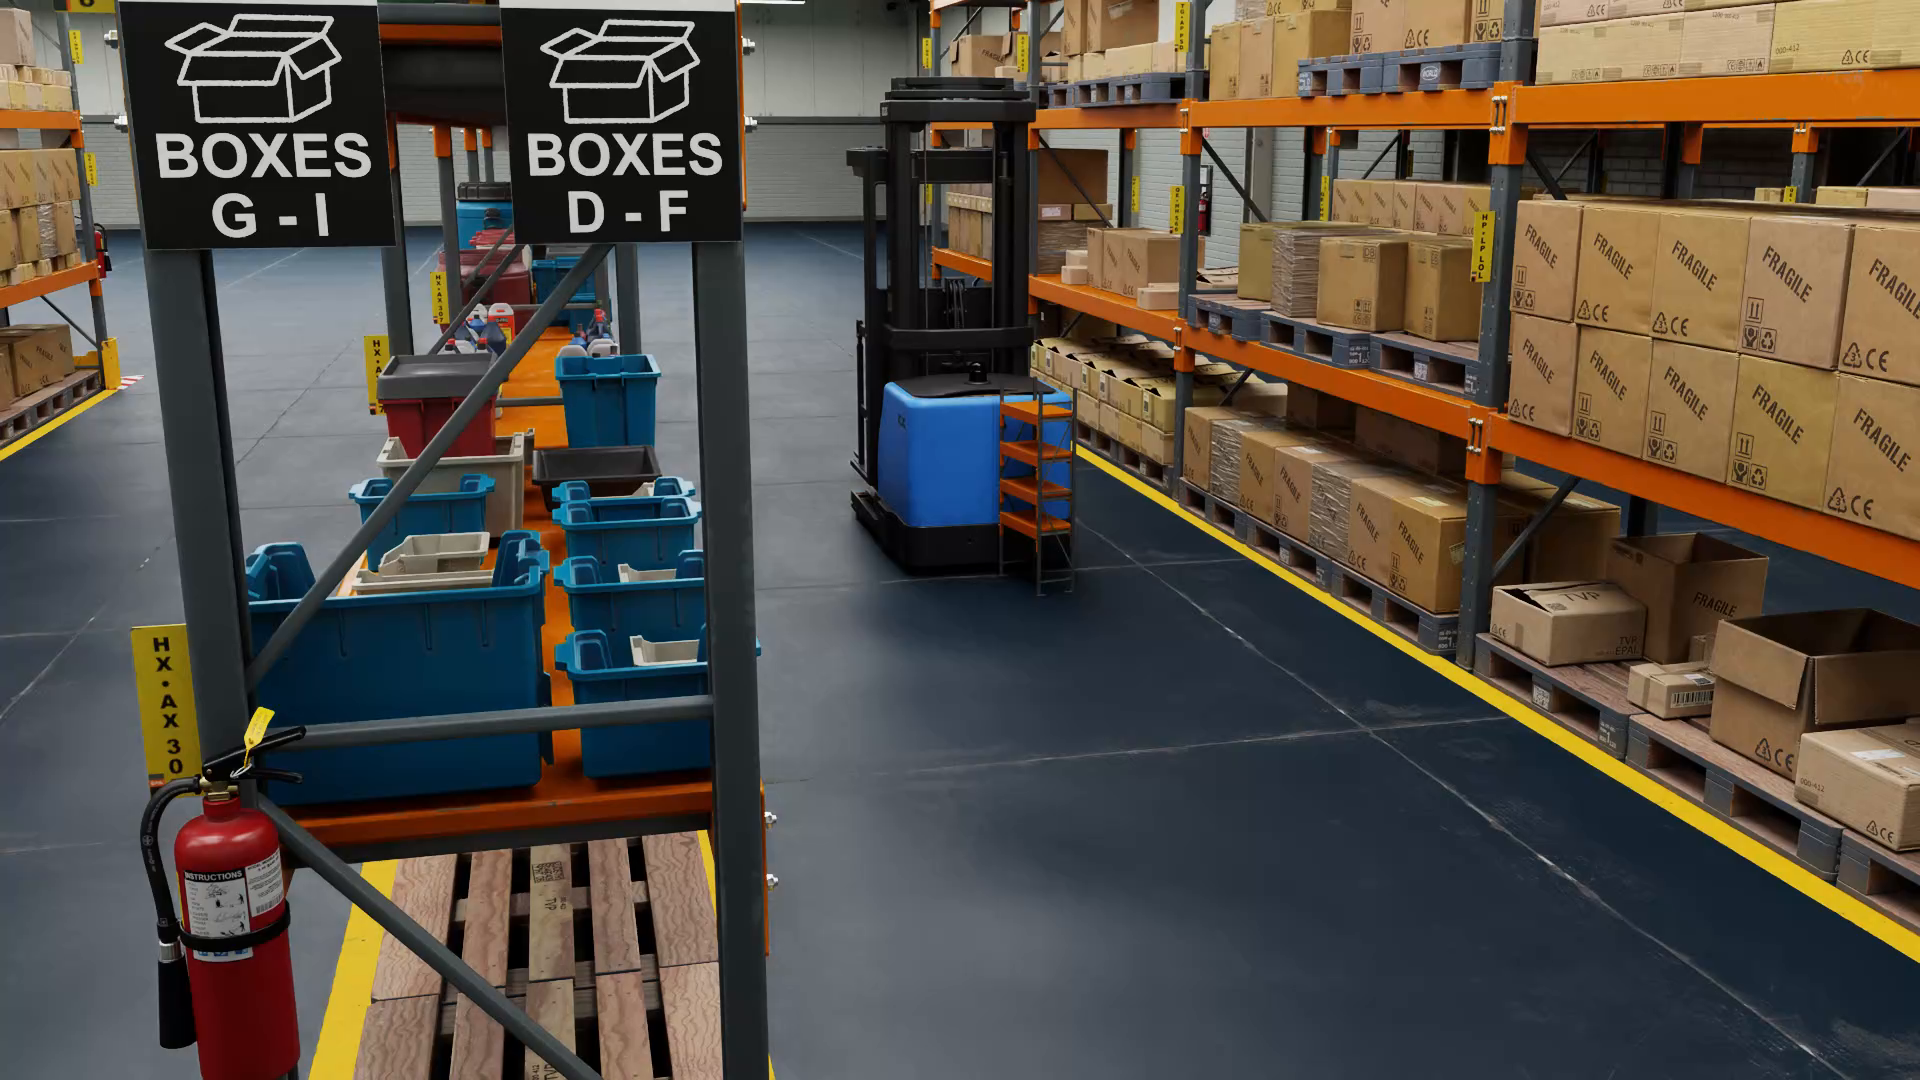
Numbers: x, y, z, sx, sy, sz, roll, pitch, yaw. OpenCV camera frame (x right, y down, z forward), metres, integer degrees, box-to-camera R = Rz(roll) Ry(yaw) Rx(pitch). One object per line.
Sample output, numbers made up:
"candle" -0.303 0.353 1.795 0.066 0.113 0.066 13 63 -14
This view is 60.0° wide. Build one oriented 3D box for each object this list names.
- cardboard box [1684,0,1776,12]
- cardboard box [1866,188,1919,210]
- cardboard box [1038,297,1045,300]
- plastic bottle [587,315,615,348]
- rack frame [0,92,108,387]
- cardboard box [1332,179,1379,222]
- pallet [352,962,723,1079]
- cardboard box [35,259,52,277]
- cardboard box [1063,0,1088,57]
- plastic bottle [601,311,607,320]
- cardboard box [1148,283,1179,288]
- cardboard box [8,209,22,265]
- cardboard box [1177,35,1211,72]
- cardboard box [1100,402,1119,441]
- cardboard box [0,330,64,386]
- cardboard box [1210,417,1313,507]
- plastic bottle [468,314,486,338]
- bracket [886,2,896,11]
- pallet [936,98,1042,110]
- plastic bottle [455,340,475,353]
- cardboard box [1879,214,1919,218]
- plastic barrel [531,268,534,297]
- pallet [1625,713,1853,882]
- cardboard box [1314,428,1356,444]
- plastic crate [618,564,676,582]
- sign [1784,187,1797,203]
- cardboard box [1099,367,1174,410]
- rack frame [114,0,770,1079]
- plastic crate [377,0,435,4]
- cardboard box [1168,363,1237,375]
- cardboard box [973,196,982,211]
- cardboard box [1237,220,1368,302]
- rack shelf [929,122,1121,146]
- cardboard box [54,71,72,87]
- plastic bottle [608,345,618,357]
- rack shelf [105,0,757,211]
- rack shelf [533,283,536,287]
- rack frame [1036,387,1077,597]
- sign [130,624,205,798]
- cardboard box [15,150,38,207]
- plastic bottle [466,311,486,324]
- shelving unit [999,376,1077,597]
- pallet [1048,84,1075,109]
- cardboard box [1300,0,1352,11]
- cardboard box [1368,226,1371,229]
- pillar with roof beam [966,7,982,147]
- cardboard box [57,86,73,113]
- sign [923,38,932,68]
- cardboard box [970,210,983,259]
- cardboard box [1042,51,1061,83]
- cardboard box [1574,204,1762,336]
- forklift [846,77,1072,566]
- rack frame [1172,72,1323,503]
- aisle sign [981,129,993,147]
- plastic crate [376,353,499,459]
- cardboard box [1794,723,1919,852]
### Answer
"cardboard box" 3.085 -2.113 6.196 0.500 0.250 0.500 -3 14 -13
"cardboard box" 6.845 -2.366 11.833 0.500 0.250 0.500 -3 14 -14
"cardboard box" 1.069 -2.276 17.251 0.500 0.500 0.500 -3 14 -13
"plastic bottle" -1.918 -1.021 8.888 0.144 0.351 0.185 -3 14 -13
"rack frame" -9.461 -3.060 17.131 1.000 3.000 0.127 -3 14 -13
"cardboard box" 4.803 -4.062 19.928 0.500 0.500 0.500 -3 14 -13
"pallet" -1.045 1.517 4.271 1.003 0.211 1.213 -3 14 -13
"cardboard box" -8.739 -2.543 15.546 0.380 0.149 0.250 -3 14 -13
"cardboard box" 1.215 -4.496 14.542 0.500 0.500 0.500 -3 14 -13
"plastic bottle" -2.149 -1.232 9.922 0.097 0.271 0.097 0 14 0
"cardboard box" 1.694 -1.934 13.054 0.380 0.149 0.250 -2 14 -9
"cardboard box" -8.866 -2.664 14.675 0.875 0.500 0.500 -3 14 -13
"cardboard box" 1.887 -3.455 11.861 0.500 0.250 0.500 -4 14 -17
"cardboard box" 1.448 -0.976 13.512 0.500 0.250 0.500 -3 14 -12
"cardboard box" -9.157 -1.768 16.227 0.500 0.500 0.500 0 14 2
"cardboard box" 2.006 -0.524 11.089 0.500 0.500 0.500 -4 14 -15
"plastic bottle" -2.812 -1.178 9.701 0.097 0.271 0.097 0 14 0
"bracket" -2.056 -15.981 49.795 0.235 0.232 0.430 -3 14 -13
"pallet" 0.310 -4.861 18.368 1.003 0.211 1.213 -3 14 -13
"plastic bottle" -2.525 -0.865 8.410 0.152 0.276 0.135 -3 14 -13
"cardboard box" 3.716 -0.924 6.073 0.500 0.500 0.500 -3 14 -14
"plastic barrel" -3.545 -2.032 13.215 0.301 0.262 0.301 0 14 0
"pallet" 3.438 0.953 6.584 1.003 0.211 1.213 -3 14 -13
"cardboard box" 2.617 -0.443 10.759 0.500 0.500 0.500 -4 14 -15
"plastic crate" -0.781 0.144 4.447 0.250 0.136 0.298 -3 14 -13
"sign" 6.337 -2.534 12.706 0.100 0.325 0.005 -3 14 -13
"cardboard box" 1.441 -1.249 13.448 0.500 0.311 0.500 -3 14 -14
"rack frame" -0.892 0.355 3.152 0.949 2.616 0.053 -3 14 -13
"plastic crate" -1.398 -1.211 3.688 0.450 0.188 0.336 -3 14 -13
"cardboard box" 1.961 -1.282 13.581 0.500 0.311 0.500 -4 14 -15
"cardboard box" 0.356 -3.575 17.663 0.380 0.149 0.250 -3 14 -14
"cardboard box" 2.306 -1.879 11.202 0.700 0.500 0.500 -9 16 -32
"rack shelf" 0.639 -4.257 17.228 1.077 0.370 4.000 -3 14 -13
"cardboard box" -9.092 -4.591 16.554 0.380 0.149 0.250 -3 14 -13
"plastic bottle" -1.708 -0.824 8.226 0.061 0.283 0.133 -3 14 -13
"rack shelf" -1.358 -1.214 4.770 1.077 0.370 4.000 -3 14 -13
"rack shelf" -4.177 -2.525 16.457 1.077 0.370 4.000 -3 14 -13
"rack frame" 0.552 -0.269 9.500 0.240 1.200 0.015 -6 15 -24
"sign" -1.420 0.310 2.992 0.100 0.325 0.005 -3 14 -13
"cardboard box" -8.744 -3.279 15.084 0.500 0.500 0.500 -3 14 -13
"plastic bottle" -2.872 -1.205 9.802 0.152 0.276 0.135 -3 14 -13
"shelving unit" 0.449 -0.322 9.715 0.258 1.200 0.503 -6 15 -24
"pallet" 1.328 -3.850 14.447 0.805 0.209 1.217 -4 14 -15
"cardboard box" 2.384 -3.421 9.970 0.500 0.500 0.500 -3 14 -13
"cardboard box" 4.925 -3.576 19.516 0.500 0.250 0.500 -4 14 -15
"pillar with roof beam" -3.832 -11.986 41.025 9.100 9.000 0.400 -3 14 -13
"cardboard box" -9.101 -4.347 16.395 0.500 0.250 0.500 -3 14 -12
"sign" -0.372 -5.502 18.797 0.100 0.325 0.005 -3 14 -13
"cardboard box" 0.505 -3.315 17.967 0.700 0.500 0.500 -3 14 -13
"cardboard box" 1.120 -4.630 16.244 0.500 0.311 0.500 -4 14 -16
"cardboard box" 2.946 -1.134 6.929 0.500 0.500 0.500 -4 14 -15
"forklift" -0.143 -1.569 11.175 1.130 2.935 3.031 -3 14 -13
"rack frame" 2.048 -1.765 11.833 1.000 3.000 0.127 -3 14 -13
"aisle sign" 0.439 -4.905 19.208 0.394 0.787 0.004 -3 14 -13
"plastic crate" -1.862 -0.408 6.015 0.402 0.464 0.583 -3 14 -13
"cardboard box" 3.366 0.870 5.914 0.500 0.250 0.500 -3 14 -13
